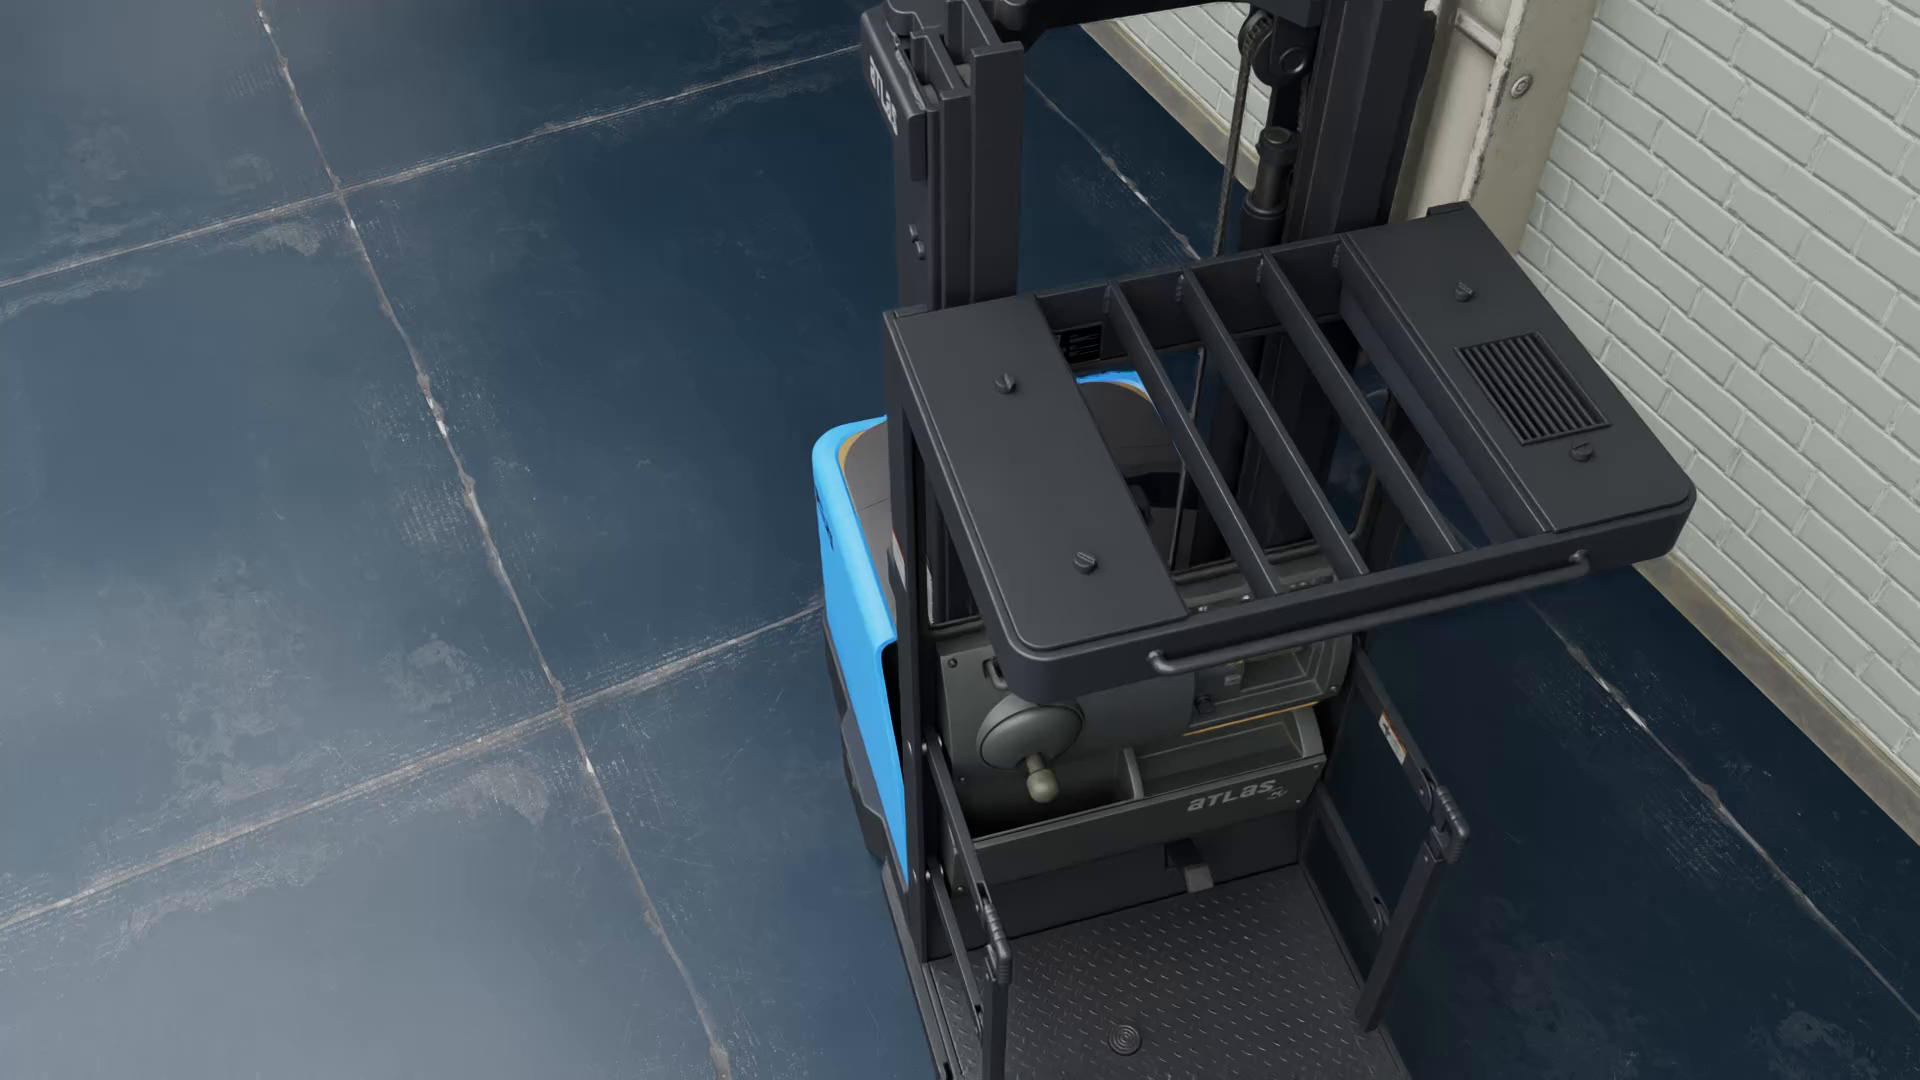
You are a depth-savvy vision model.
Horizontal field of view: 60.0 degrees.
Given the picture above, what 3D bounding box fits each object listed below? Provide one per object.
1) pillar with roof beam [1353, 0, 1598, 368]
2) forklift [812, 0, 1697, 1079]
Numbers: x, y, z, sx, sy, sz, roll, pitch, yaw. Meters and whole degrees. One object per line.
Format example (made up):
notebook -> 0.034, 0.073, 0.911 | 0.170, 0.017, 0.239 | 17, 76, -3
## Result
pillar with roof beam -> -2.141, -2.089, 1.599 | 9.100, 9.000, 0.400 | -21, 52, -18
forklift -> 0.475, 0.402, 3.451 | 1.130, 2.935, 3.031 | -12, 50, -11
